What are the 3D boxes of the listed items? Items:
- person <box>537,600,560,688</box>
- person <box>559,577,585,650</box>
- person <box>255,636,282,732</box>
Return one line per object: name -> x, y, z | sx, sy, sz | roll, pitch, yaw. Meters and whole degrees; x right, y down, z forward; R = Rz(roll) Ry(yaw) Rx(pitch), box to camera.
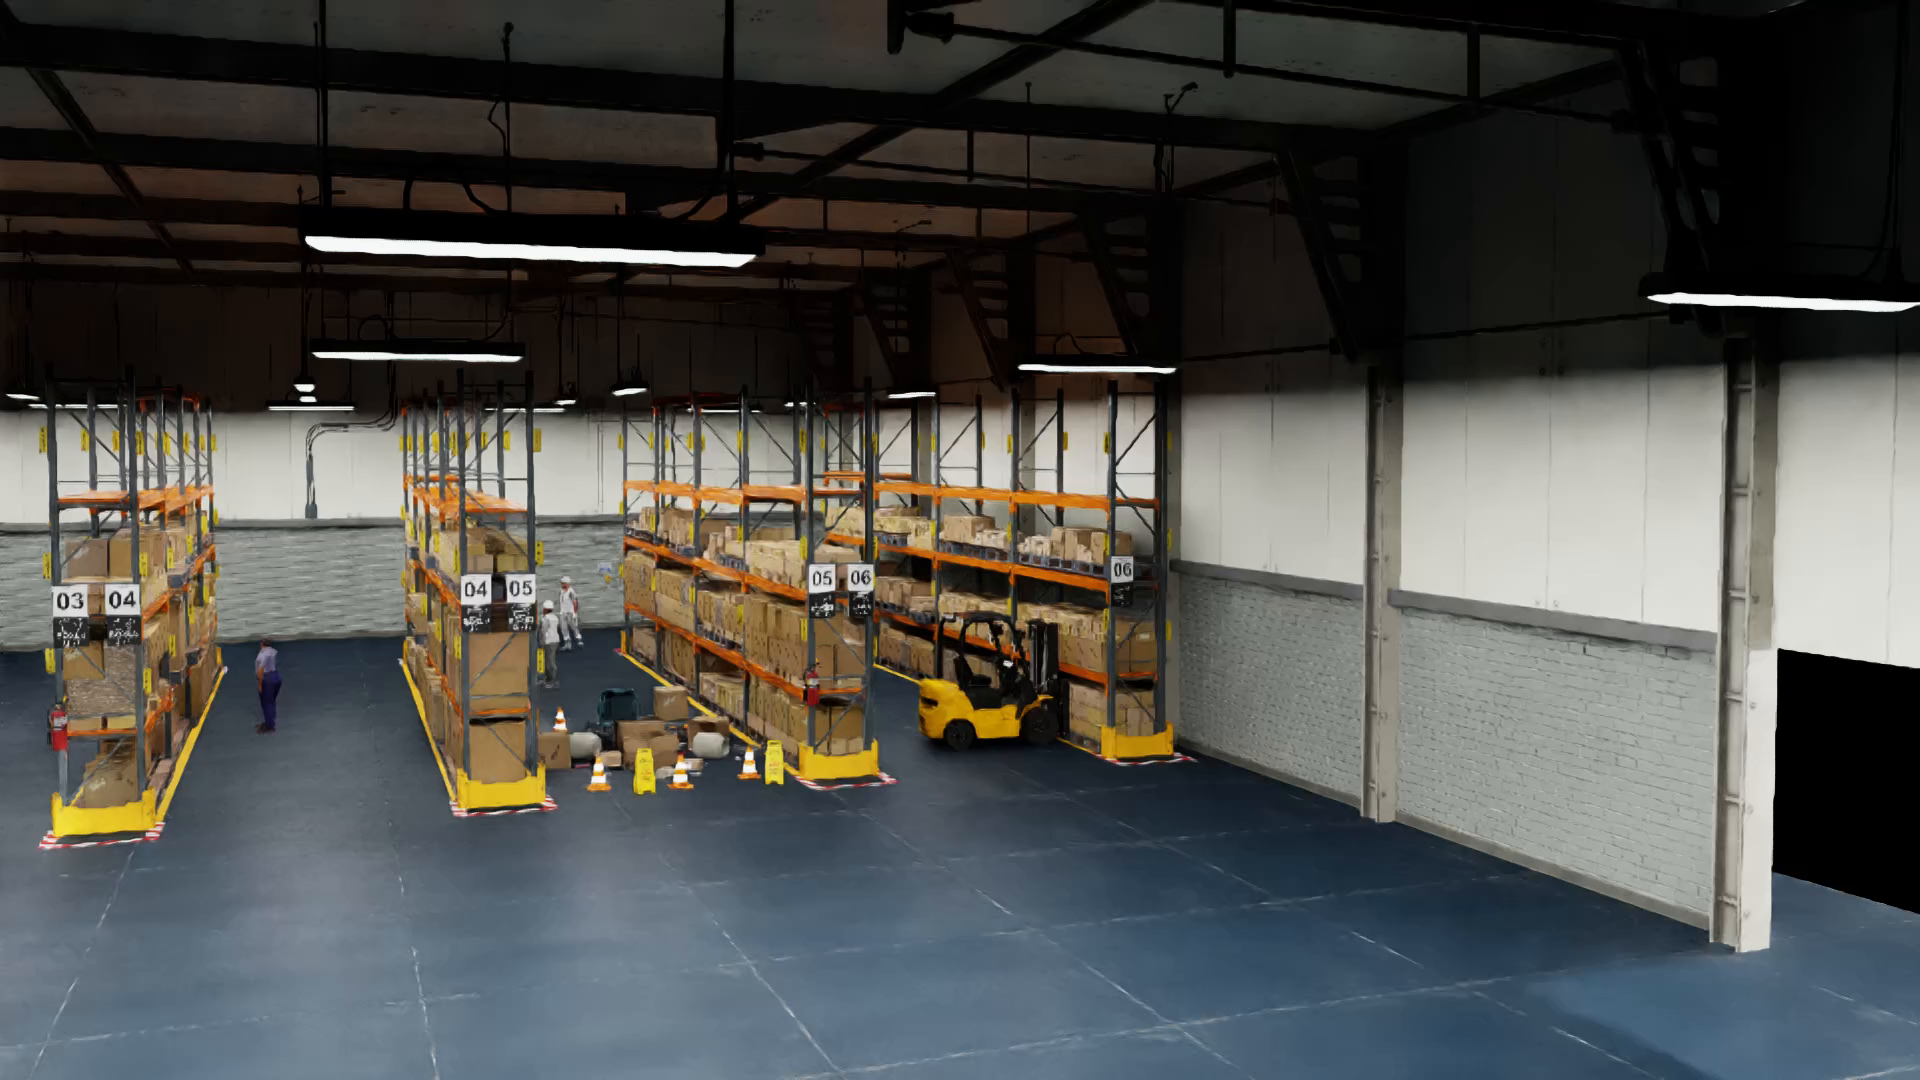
person -> -8.430, 2.114, 34.009 | 0.576, 1.768, 0.626 | 1, 3, 9
person -> -9.440, 1.769, 40.265 | 0.632, 1.781, 0.547 | 3, 4, 38
person -> -12.064, 2.484, 28.876 | 0.471, 1.652, 0.523 | 1, 3, 10
